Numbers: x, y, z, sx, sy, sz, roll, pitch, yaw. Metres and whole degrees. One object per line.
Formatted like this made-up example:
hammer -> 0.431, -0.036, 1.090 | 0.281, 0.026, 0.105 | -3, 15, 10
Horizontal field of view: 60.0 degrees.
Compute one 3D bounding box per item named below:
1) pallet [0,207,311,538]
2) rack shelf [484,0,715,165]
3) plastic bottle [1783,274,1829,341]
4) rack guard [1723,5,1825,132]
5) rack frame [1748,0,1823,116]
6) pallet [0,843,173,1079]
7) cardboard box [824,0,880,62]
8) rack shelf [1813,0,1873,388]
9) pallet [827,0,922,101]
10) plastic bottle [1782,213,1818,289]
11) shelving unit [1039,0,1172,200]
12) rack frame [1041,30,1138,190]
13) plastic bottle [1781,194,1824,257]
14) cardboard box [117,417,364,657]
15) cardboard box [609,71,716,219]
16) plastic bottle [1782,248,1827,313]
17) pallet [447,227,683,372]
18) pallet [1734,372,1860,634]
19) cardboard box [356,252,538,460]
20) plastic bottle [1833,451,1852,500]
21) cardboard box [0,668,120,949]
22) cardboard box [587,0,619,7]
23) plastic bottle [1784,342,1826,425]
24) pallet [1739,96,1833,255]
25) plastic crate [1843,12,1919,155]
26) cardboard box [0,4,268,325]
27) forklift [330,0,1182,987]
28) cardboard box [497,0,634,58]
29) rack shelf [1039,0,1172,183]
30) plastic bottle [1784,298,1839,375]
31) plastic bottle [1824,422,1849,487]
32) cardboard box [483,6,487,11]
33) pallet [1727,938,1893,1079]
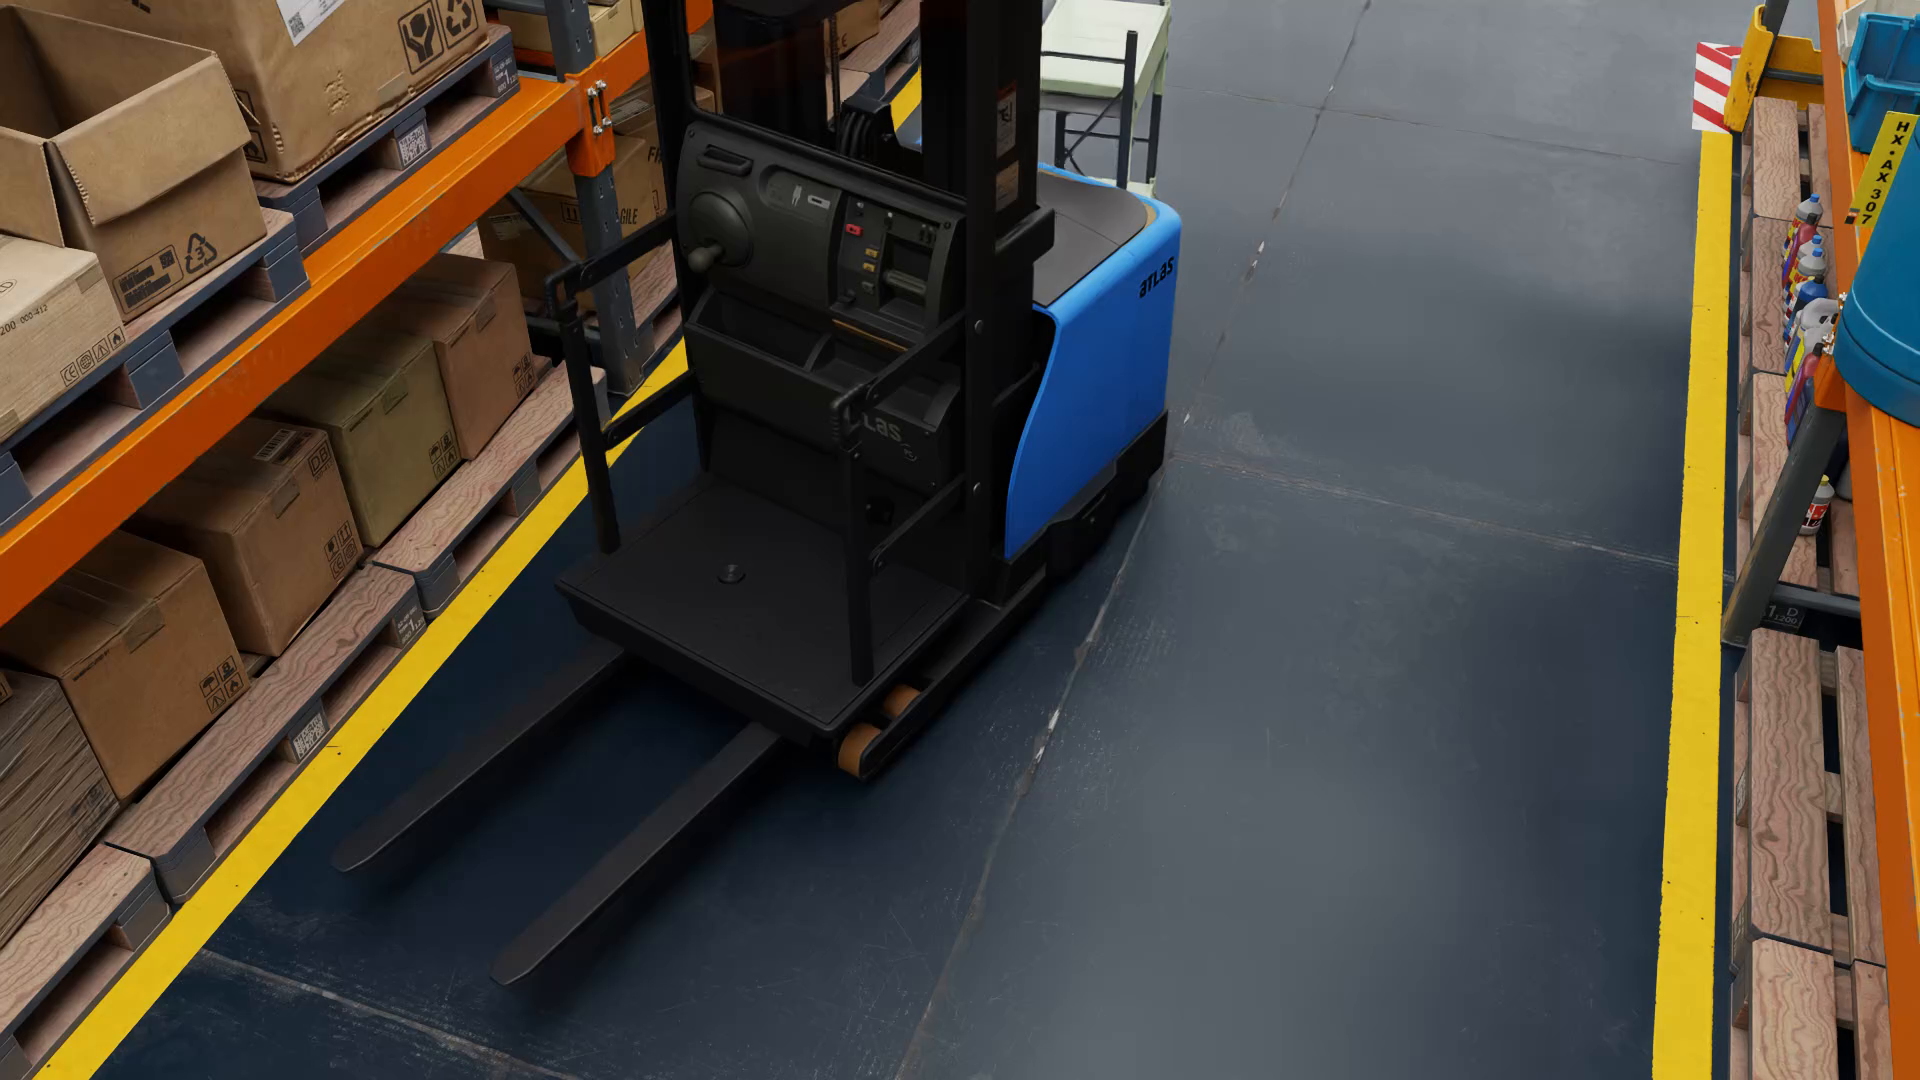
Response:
pallet -> -2.446, -0.533, 4.212 | 1.003, 0.211, 1.213 | 13, 42, 15
rack shelf -> -1.032, -2.776, 7.247 | 1.077, 0.370, 4.000 | 13, 42, 15
plastic bottle -> 3.172, -0.869, 6.221 | 0.097, 0.271, 0.097 | 0, 40, 0
rack guard -> 4.324, -2.162, 7.899 | 1.175, 0.500, 0.348 | 13, 42, 15
rack frame -> 4.306, -3.170, 7.155 | 1.000, 3.000, 0.127 | 13, 42, 15
pallet -> -2.815, 1.195, 4.187 | 1.003, 0.211, 1.213 | 13, 42, 15
cardboard box -> -0.750, -2.729, 8.240 | 0.500, 0.500, 0.500 | 25, 46, 26
rack shelf -> 3.622, -1.677, 5.958 | 1.077, 0.370, 4.000 | 13, 42, 15
pallet -> -0.685, -2.674, 8.722 | 1.003, 0.211, 1.213 | 13, 42, 15
plastic bottle -> 3.299, -1.133, 6.521 | 0.061, 0.283, 0.133 | 14, 42, 16
shelving unit -> 0.472, -1.328, 6.151 | 0.431, 1.500, 0.755 | 10, 41, 11
rack frame -> 0.379, -1.098, 5.882 | 0.400, 1.500, 0.023 | 10, 41, 11
plastic bottle -> 3.393, -1.263, 6.682 | 0.097, 0.271, 0.097 | 0, 40, 0
cardboard box -> -2.318, -0.048, 5.082 | 0.700, 0.500, 0.500 | 10, 41, 11
cardboard box -> -1.353, -1.625, 6.945 | 0.500, 0.500, 0.500 | 27, 47, 28
plastic bottle -> 3.242, -0.993, 6.366 | 0.097, 0.271, 0.097 | 0, 40, 0
pallet -> -1.520, -1.186, 6.978 | 1.003, 0.211, 1.213 | 13, 42, 15
pallet -> 3.207, -0.070, 5.669 | 1.003, 0.211, 1.213 | 13, 42, 15
cardboard box -> -1.946, -0.676, 5.819 | 0.700, 0.500, 0.500 | 10, 42, 12
plastic bottle -> 3.023, -0.315, 5.510 | 0.144, 0.351, 0.185 | 13, 42, 15
cardboard box -> -2.696, 0.639, 4.276 | 0.700, 0.500, 0.500 | 10, 41, 12
cardboard box -> -1.504, -2.242, 5.760 | 0.875, 0.500, 0.500 | 13, 42, 15
plastic bottle -> 2.970, -0.547, 5.834 | 0.061, 0.283, 0.133 | 16, 43, 18
pallet -> 4.041, -1.558, 7.414 | 1.003, 0.211, 1.213 | 13, 42, 15
plastic crate -> 3.062, -1.409, 5.205 | 0.499, 0.251, 0.616 | 13, 42, 15
cardboard box -> -2.222, -0.951, 4.150 | 0.797, 0.503, 0.637 | 18, 43, 19
forklift -> -0.527, -0.768, 4.392 | 1.130, 2.935, 3.031 | 25, 46, 26
cardboard box -> -1.360, -1.798, 5.740 | 0.380, 0.149, 0.250 | 13, 42, 15
rack shelf -> 0.472, -1.625, 5.897 | 0.431, 0.370, 0.720 | 10, 41, 11
plastic bottle -> 3.123, -0.731, 6.055 | 0.152, 0.276, 0.135 | 14, 42, 16
plastic bottle -> 2.888, -0.347, 5.547 | 0.144, 0.351, 0.185 | 12, 42, 14
cardboard box -> -1.919, -1.930, 5.895 | 0.380, 0.149, 0.250 | 13, 42, 15
pallet -> 2.291, 1.565, 3.753 | 1.003, 0.211, 1.213 | 13, 42, 15
